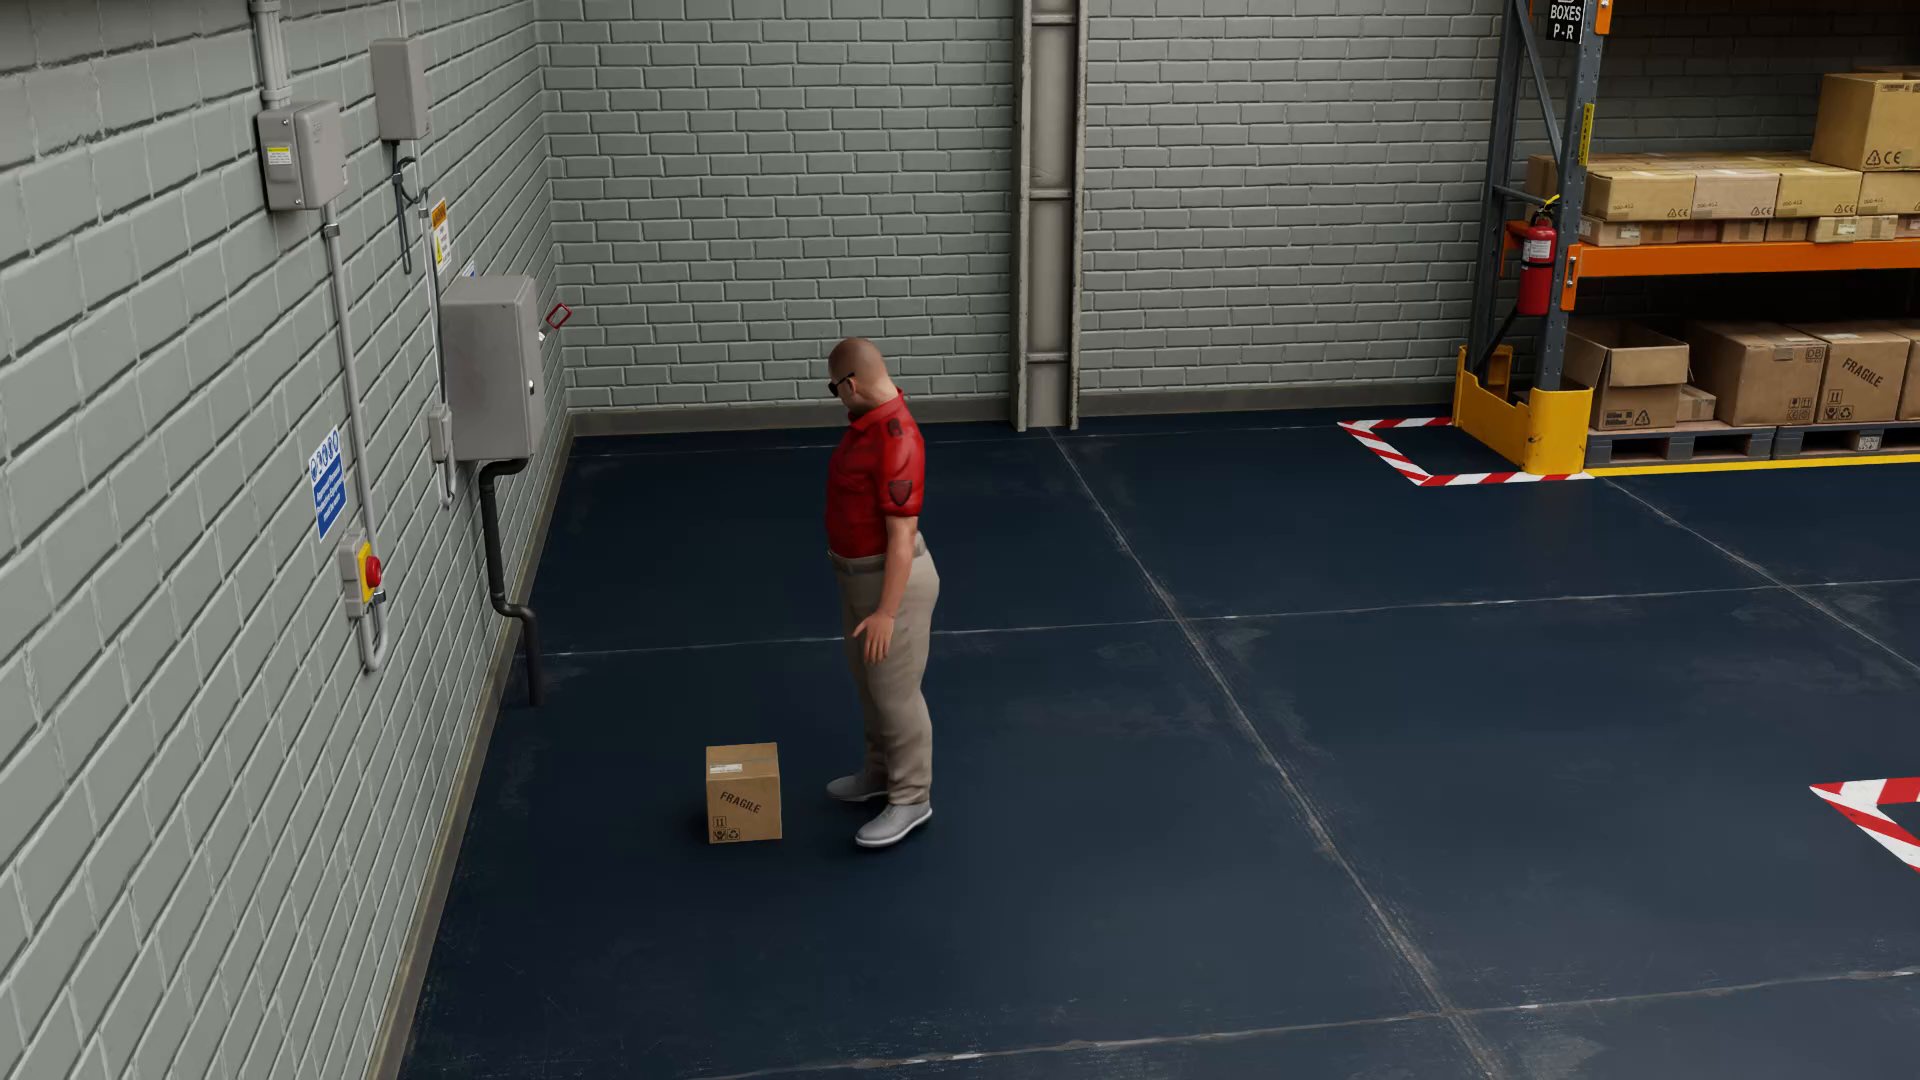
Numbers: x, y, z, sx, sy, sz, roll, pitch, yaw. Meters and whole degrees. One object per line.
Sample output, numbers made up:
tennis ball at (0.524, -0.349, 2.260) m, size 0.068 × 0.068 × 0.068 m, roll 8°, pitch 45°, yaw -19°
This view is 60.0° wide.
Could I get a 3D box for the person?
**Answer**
person at (-0.260, 0.216, 5.619) m, size 0.364 × 1.680 × 0.630 m, roll -6°, pitch 21°, yaw -16°
